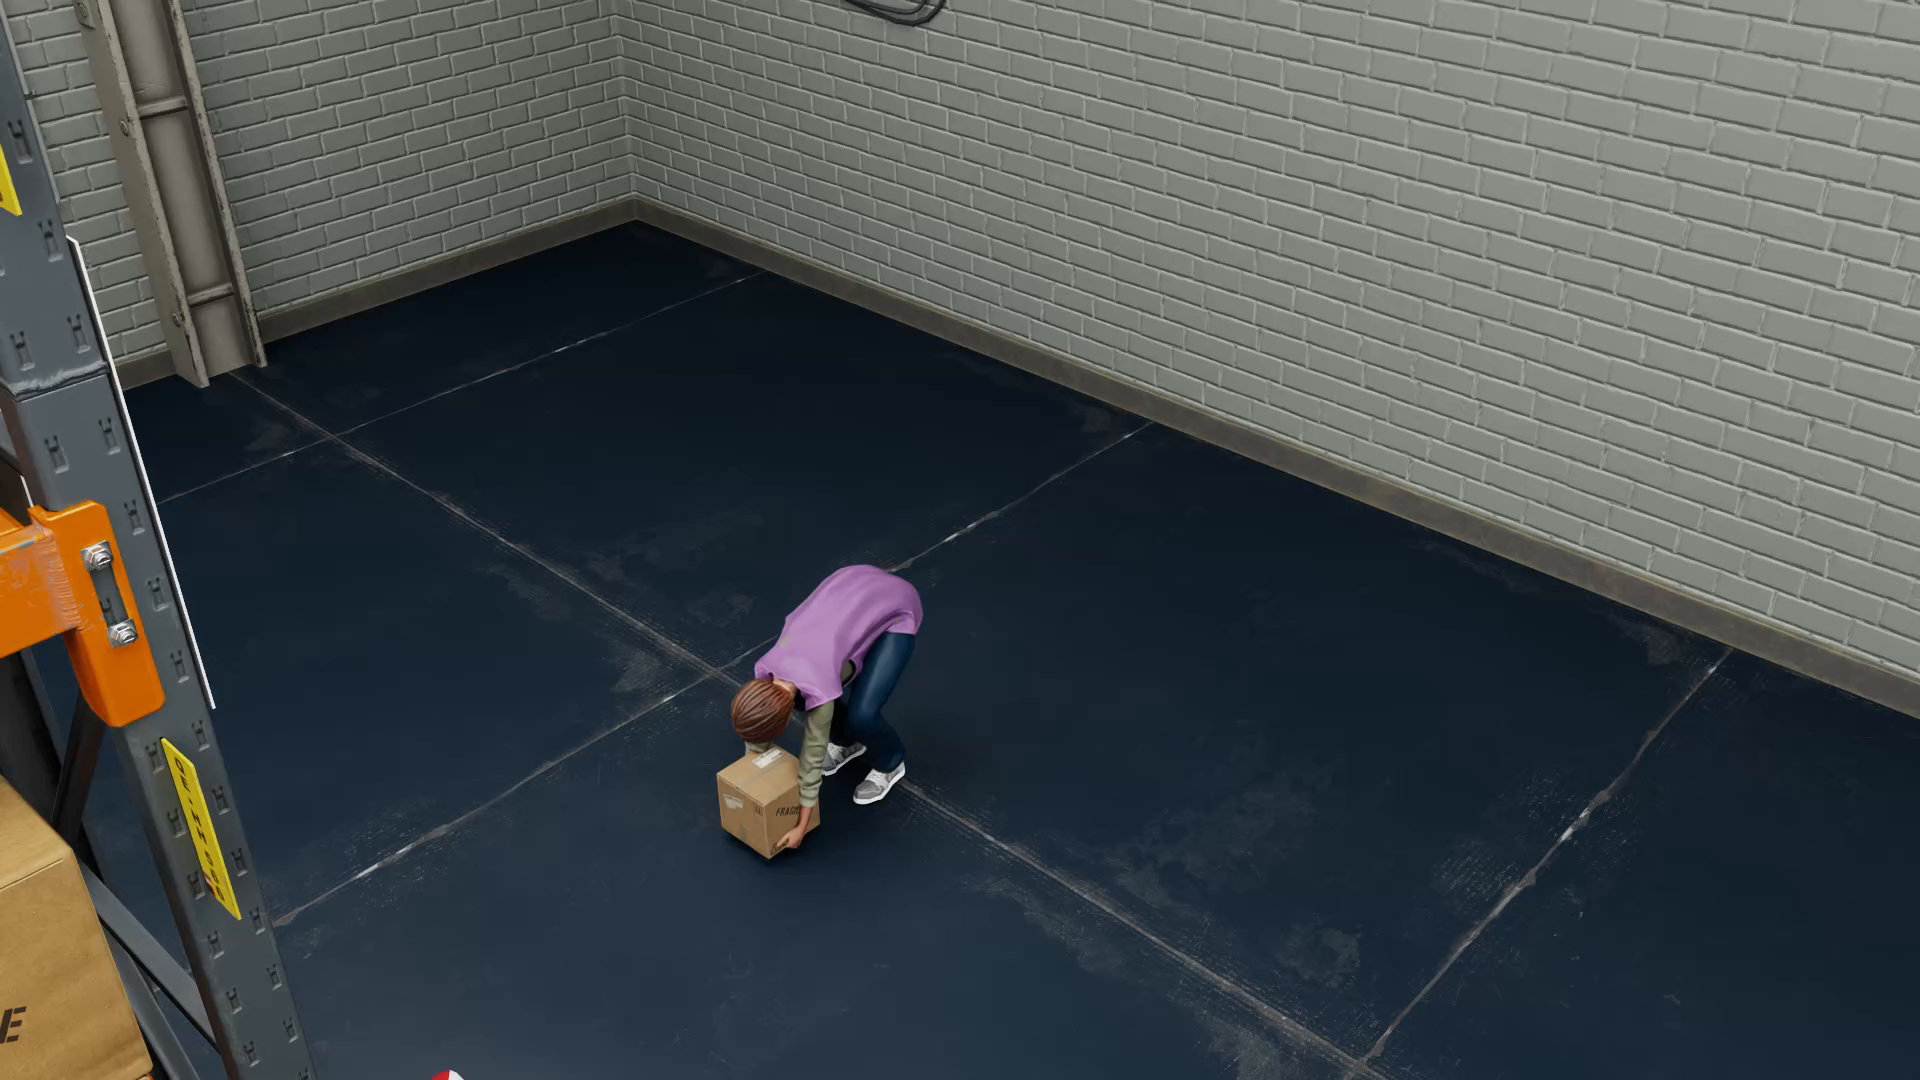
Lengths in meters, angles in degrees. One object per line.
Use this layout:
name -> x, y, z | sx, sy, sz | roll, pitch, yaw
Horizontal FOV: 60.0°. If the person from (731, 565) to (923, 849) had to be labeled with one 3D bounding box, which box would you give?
person -> -0.481, 0.587, 5.930 | 0.401, 0.824, 0.854 | 23, 39, 33
